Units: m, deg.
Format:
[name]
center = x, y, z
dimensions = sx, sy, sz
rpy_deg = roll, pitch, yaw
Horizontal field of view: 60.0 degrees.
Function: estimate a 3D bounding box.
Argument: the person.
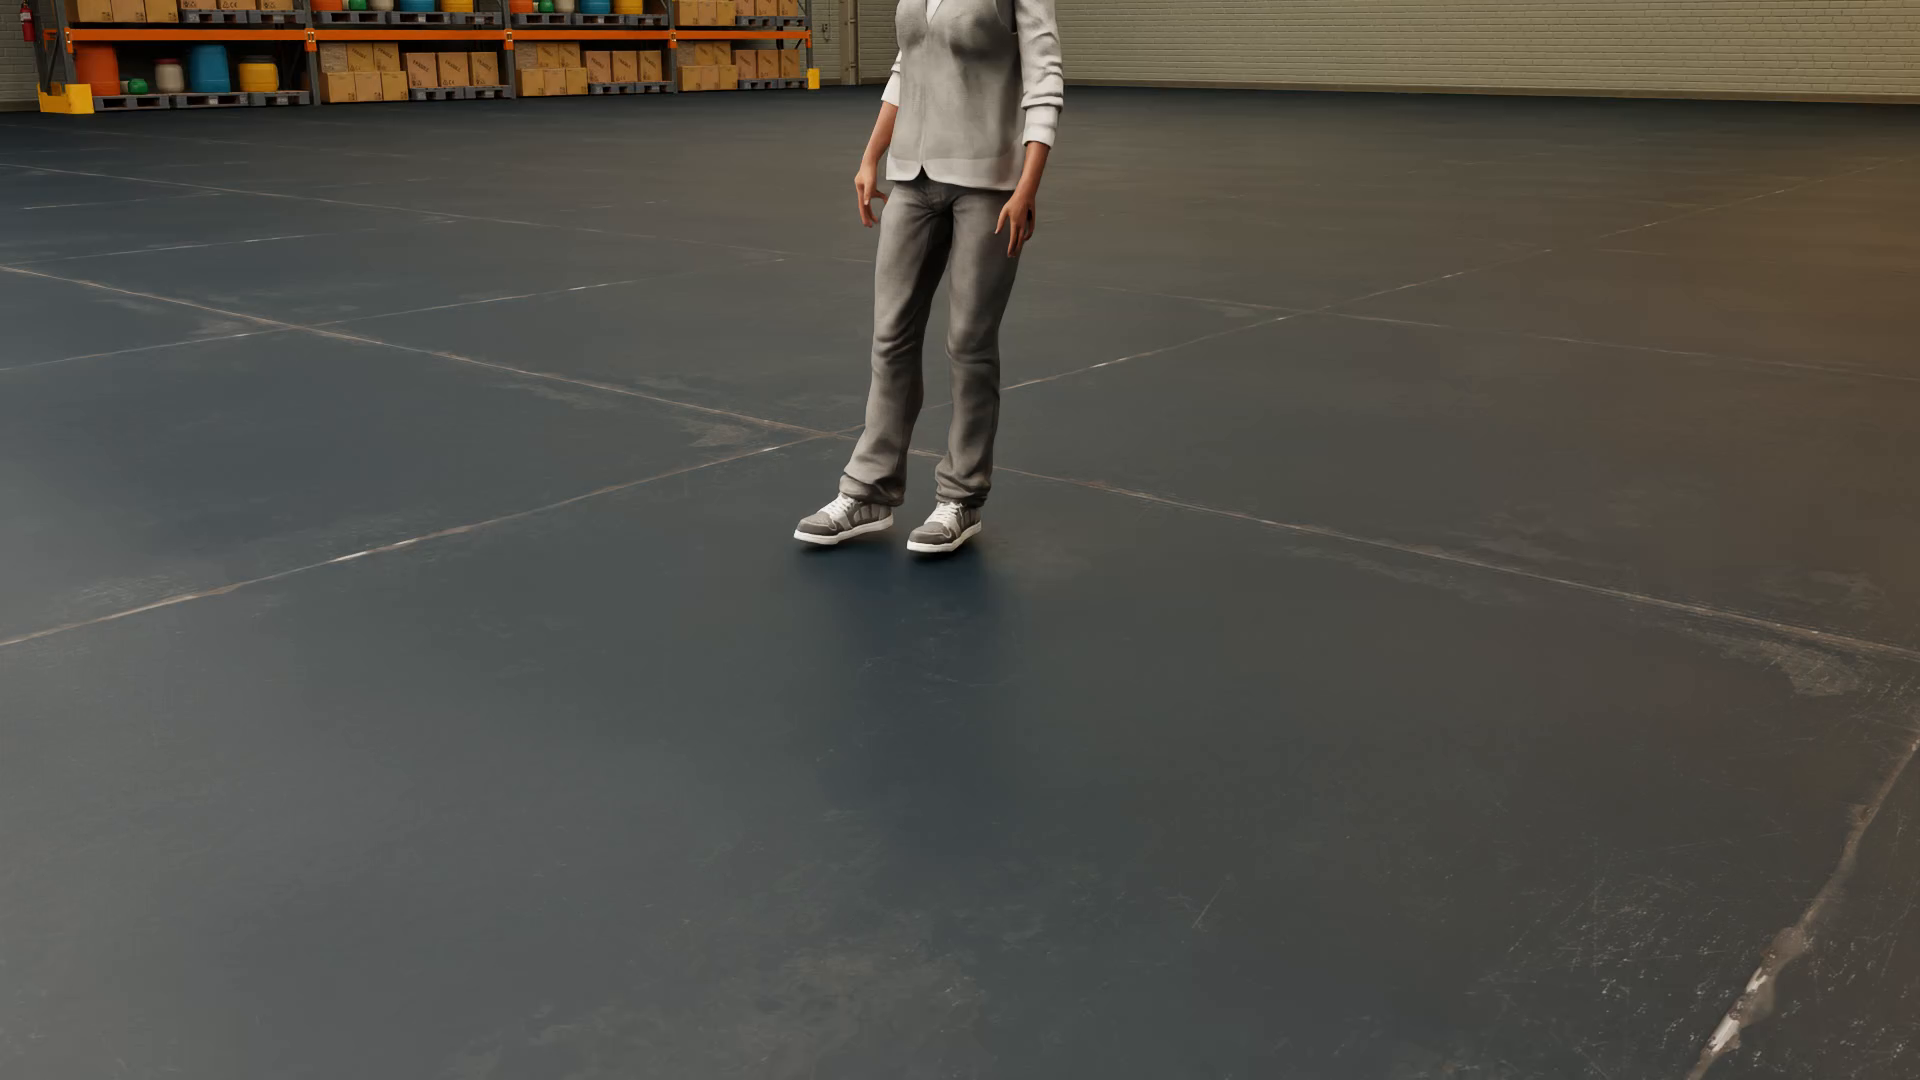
[person]
center = -0.058, -0.758, 3.662
dimensions = 0.520, 1.597, 0.475
rpy_deg = 13, 21, 37
